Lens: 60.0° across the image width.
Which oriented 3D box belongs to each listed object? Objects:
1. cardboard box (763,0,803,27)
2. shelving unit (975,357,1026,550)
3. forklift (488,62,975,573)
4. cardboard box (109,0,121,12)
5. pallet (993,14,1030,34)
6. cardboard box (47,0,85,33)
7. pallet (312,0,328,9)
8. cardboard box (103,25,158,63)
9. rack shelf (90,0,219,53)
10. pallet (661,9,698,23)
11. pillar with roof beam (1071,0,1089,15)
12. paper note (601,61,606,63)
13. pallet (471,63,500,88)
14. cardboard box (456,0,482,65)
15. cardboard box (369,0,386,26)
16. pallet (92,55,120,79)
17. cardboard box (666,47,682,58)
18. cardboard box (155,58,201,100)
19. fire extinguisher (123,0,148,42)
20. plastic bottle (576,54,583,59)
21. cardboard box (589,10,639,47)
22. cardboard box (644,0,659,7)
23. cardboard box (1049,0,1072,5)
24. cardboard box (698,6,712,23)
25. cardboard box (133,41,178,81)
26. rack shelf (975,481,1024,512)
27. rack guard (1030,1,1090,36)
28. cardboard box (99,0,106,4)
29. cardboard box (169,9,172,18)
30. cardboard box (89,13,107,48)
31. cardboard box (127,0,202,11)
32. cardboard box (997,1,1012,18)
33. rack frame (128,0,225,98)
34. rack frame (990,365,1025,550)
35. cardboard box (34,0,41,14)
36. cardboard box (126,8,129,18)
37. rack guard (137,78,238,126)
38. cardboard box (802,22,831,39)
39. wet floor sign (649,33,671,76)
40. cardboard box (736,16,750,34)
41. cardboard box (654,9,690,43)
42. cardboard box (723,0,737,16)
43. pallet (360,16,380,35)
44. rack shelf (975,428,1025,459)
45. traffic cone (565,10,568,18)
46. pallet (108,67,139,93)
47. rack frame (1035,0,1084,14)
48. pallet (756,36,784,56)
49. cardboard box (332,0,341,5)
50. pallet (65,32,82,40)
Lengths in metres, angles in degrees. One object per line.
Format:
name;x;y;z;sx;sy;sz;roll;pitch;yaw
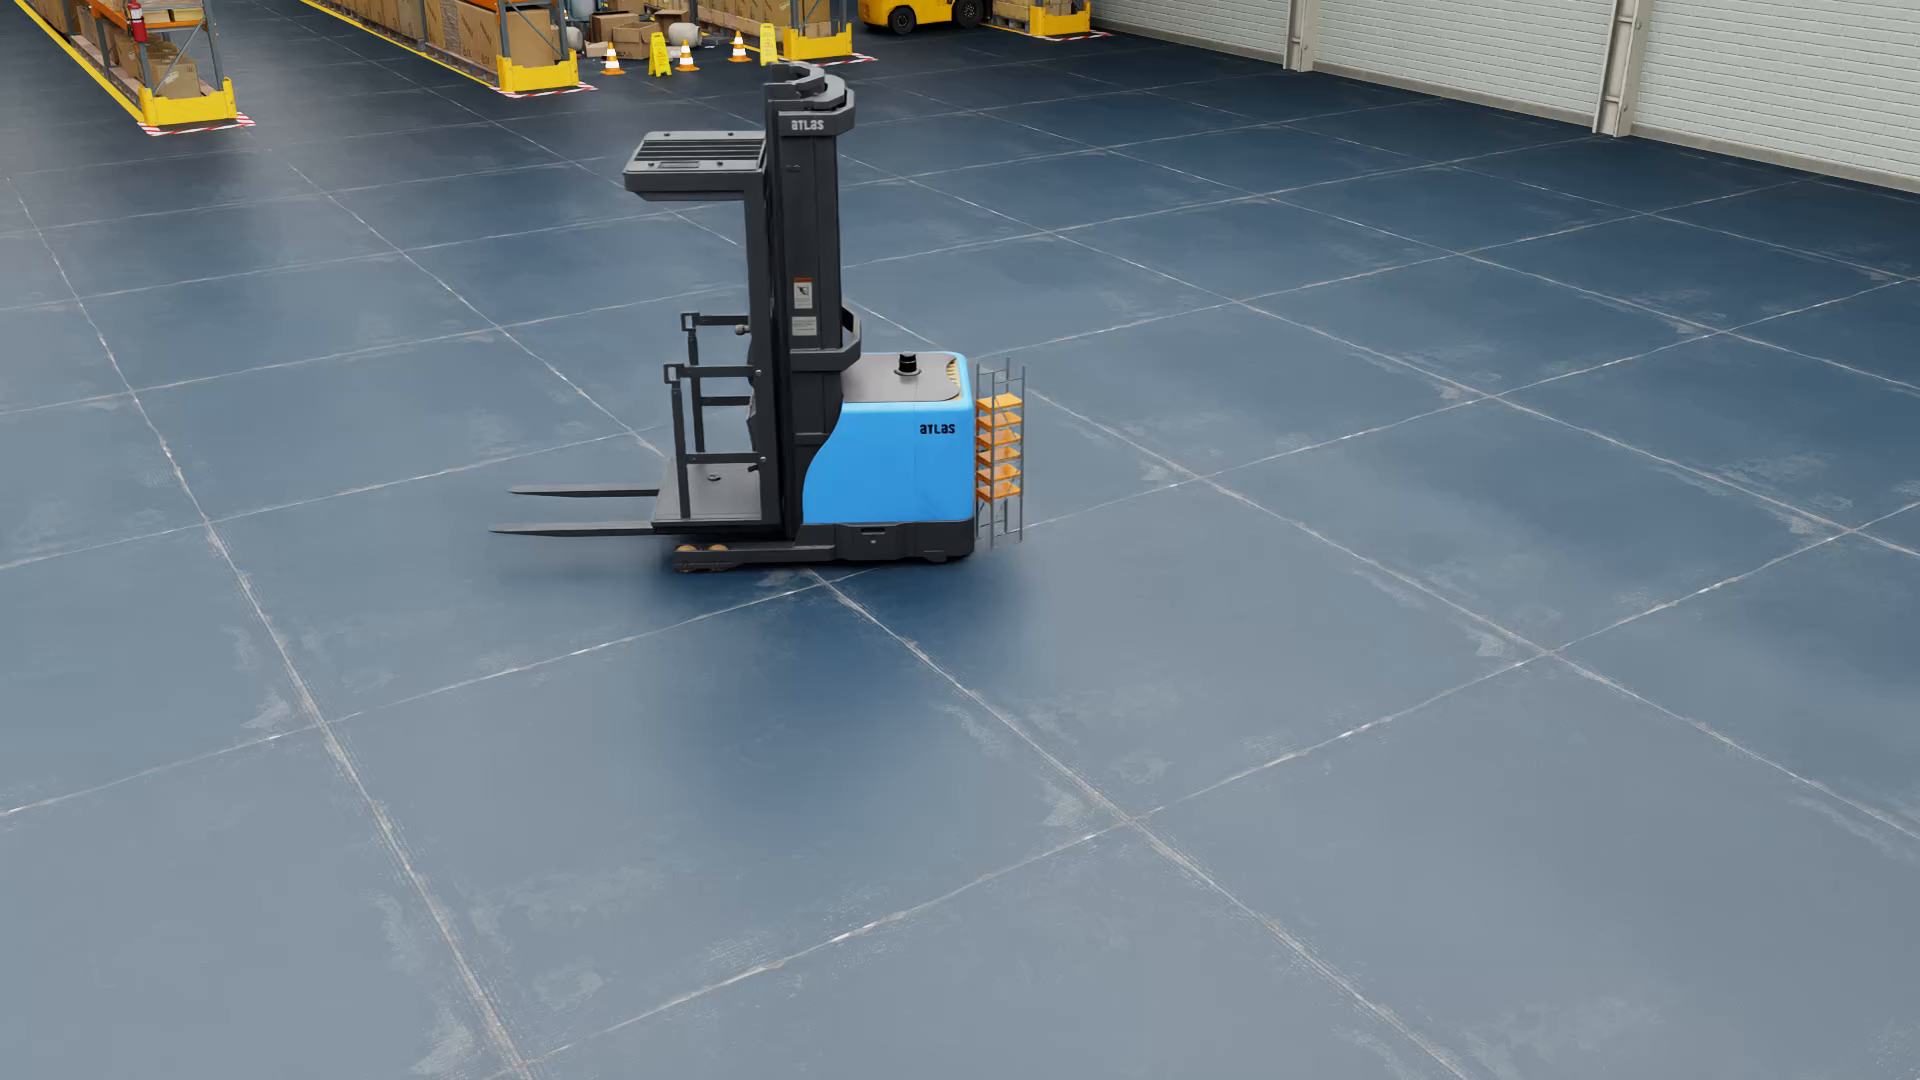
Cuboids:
cardboard box;-3.002;-8.997;28.144;0.500;0.500;0.500;-15;29;-29
shelving unit;0.251;-0.540;10.488;0.258;1.200;0.189;-14;29;-28
forklift;-1.441;-1.355;10.186;3.031;2.935;1.130;-1;25;-3
cardboard box;-11.884;-7.628;23.689;0.380;0.149;0.250;-16;29;-30
pallet;1.359;-9.646;30.936;1.003;0.211;1.213;-16;29;-30
cardboard box;-15.375;-9.518;29.395;1.225;0.875;0.875;-17;30;-32
pallet;-12.562;-11.048;33.907;1.003;0.211;1.213;-16;29;-30
cardboard box;-13.150;-7.900;26.383;0.700;0.500;0.500;-18;31;-33
rack shelf;-11.741;-7.566;24.106;1.077;0.370;4.000;-16;29;-30
pallet;-4.956;-9.933;31.544;1.003;0.211;1.213;-16;29;-30
pillar with roof beam;-1.421;-12.812;27.349;9.100;9.000;0.400;-16;29;-30
paper note;-5.849;-7.894;27.437;0.144;0.017;0.142;-6;26;-12
pallet;-6.940;-7.302;25.971;1.003;0.211;1.213;-16;29;-30
cardboard box;-7.346;-8.066;26.319;0.875;0.875;0.875;-16;30;-30
cardboard box;-10.068;-9.779;30.094;1.050;0.750;0.750;-15;29;-29
pallet;-13.259;-7.624;26.652;1.003;0.211;1.213;-16;29;-30
cardboard box;-4.753;-8.194;27.933;0.380;0.149;0.250;-1;25;-3
cardboard box;-10.976;-6.462;23.362;0.500;0.500;0.500;-10;27;-20
fire extinguisher;-10.972;-6.992;22.139;0.296;0.674;0.183;-16;29;-30
plastic bottle;-6.446;-8.085;27.805;0.133;0.061;0.283;18;31;33
cardboard box;-5.943;-8.788;28.618;0.797;0.637;0.503;-16;29;-30
cardboard box;-5.594;-10.609;32.296;0.950;0.372;0.625;-14;29;-28
cardboard box;1.728;-10.032;30.631;0.500;0.250;0.500;-15;29;-29
cardboard box;-4.433;-9.588;30.276;0.500;0.250;0.500;-17;30;-32
cardboard box;-11.924;-7.107;24.727;0.500;0.500;0.500;-19;31;-34
rack shelf;0.251;-0.282;10.609;0.258;0.103;0.180;-14;29;-28
rack guard;1.824;-9.504;30.297;1.175;0.500;0.348;-16;29;-30
cardboard box;-12.435;-7.984;24.443;0.380;0.149;0.250;-16;29;-30
cardboard box;-10.725;-7.313;23.023;0.380;0.149;0.250;-16;29;-30
cardboard box;-14.005;-8.474;27.600;0.700;0.500;0.500;-13;28;-25
cardboard box;-10.926;-7.559;22.782;0.875;0.500;0.500;-16;29;-30
cardboard box;1.026;-9.864;30.861;0.500;0.250;0.500;-16;29;-30
rack frame;-10.649;-7.176;22.437;1.000;3.000;0.127;-16;29;-30
rack frame;0.298;-0.506;10.416;0.240;1.200;0.006;-14;29;-28
cardboard box;-16.833;-10.473;31.418;1.225;0.875;0.875;-15;29;-29
cardboard box;-11.293;-7.283;22.958;0.380;0.149;0.250;-16;29;-30
rack guard;-10.690;-6.072;23.028;1.175;0.500;0.348;-16;29;-30
cardboard box;-2.554;-8.785;28.574;0.500;0.250;0.500;-16;30;-30
wet floor sign;-4.763;-7.682;26.267;0.267;0.644;0.232;-22;33;-38
cardboard box;-3.579;-9.031;29.096;0.500;0.250;0.500;-17;30;-31
cardboard box;-5.084;-9.086;29.409;0.500;0.500;0.500;3;25;6
cardboard box;-3.850;-9.553;29.323;0.500;0.500;0.500;-14;29;-27
pallet;-10.438;-9.596;30.831;1.003;0.211;1.213;-16;29;-30
rack shelf;0.251;-0.608;10.455;0.258;0.103;0.180;-14;29;-28
traffic cone;-7.375;-9.757;30.875;0.336;0.463;0.334;-16;29;-30
pallet;-12.436;-7.113;25.571;1.003;0.211;1.213;-16;29;-30
rack frame;1.811;-10.643;29.782;1.000;3.000;0.127;-16;29;-30
pallet;-2.801;-8.550;28.615;1.003;0.211;1.213;-16;29;-30
cardboard box;-11.966;-10.763;32.471;0.500;0.500;0.500;-17;30;-32
pallet;-15.383;-9.076;29.728;1.003;0.211;1.213;-16;29;-30
